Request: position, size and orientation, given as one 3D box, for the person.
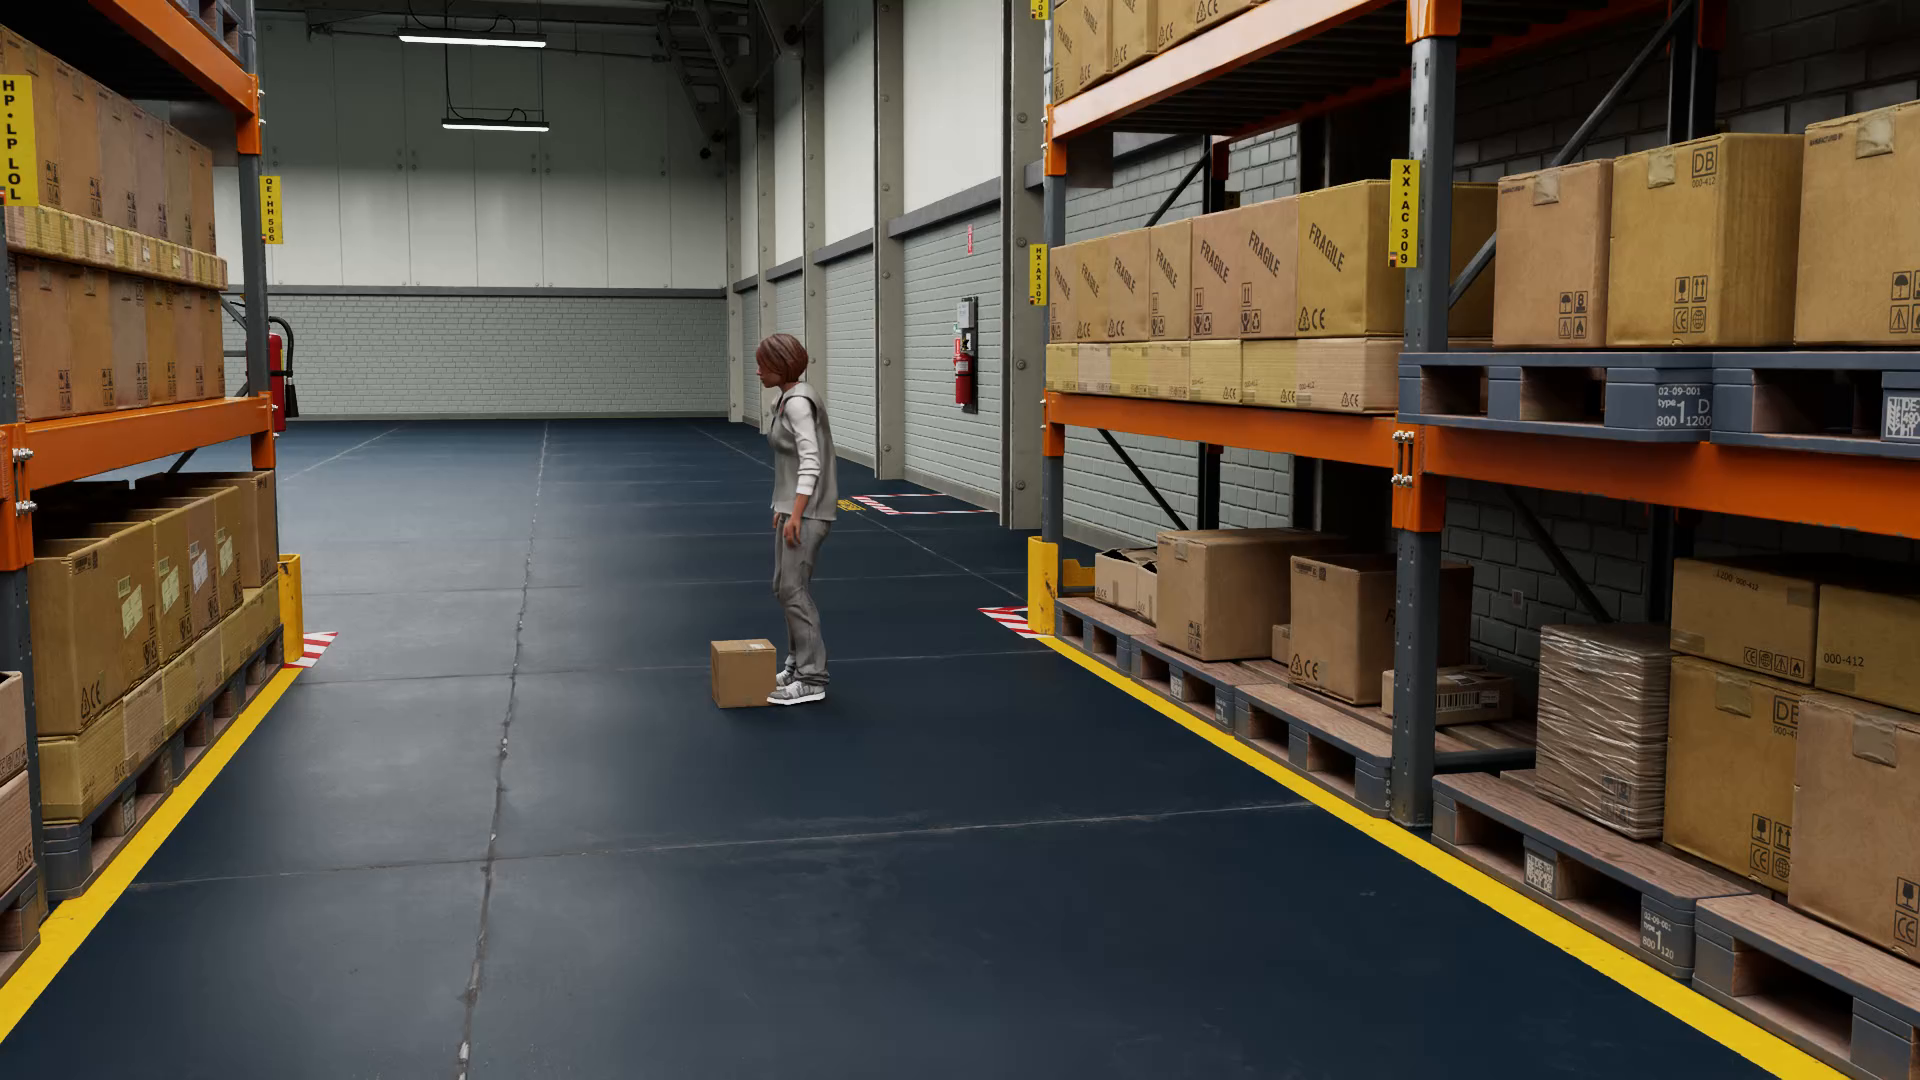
[{"bbox_3d":[-0.710,-0.095,7.235,0.344,1.593,0.463,-2,7,-14],"label":"person"}]
